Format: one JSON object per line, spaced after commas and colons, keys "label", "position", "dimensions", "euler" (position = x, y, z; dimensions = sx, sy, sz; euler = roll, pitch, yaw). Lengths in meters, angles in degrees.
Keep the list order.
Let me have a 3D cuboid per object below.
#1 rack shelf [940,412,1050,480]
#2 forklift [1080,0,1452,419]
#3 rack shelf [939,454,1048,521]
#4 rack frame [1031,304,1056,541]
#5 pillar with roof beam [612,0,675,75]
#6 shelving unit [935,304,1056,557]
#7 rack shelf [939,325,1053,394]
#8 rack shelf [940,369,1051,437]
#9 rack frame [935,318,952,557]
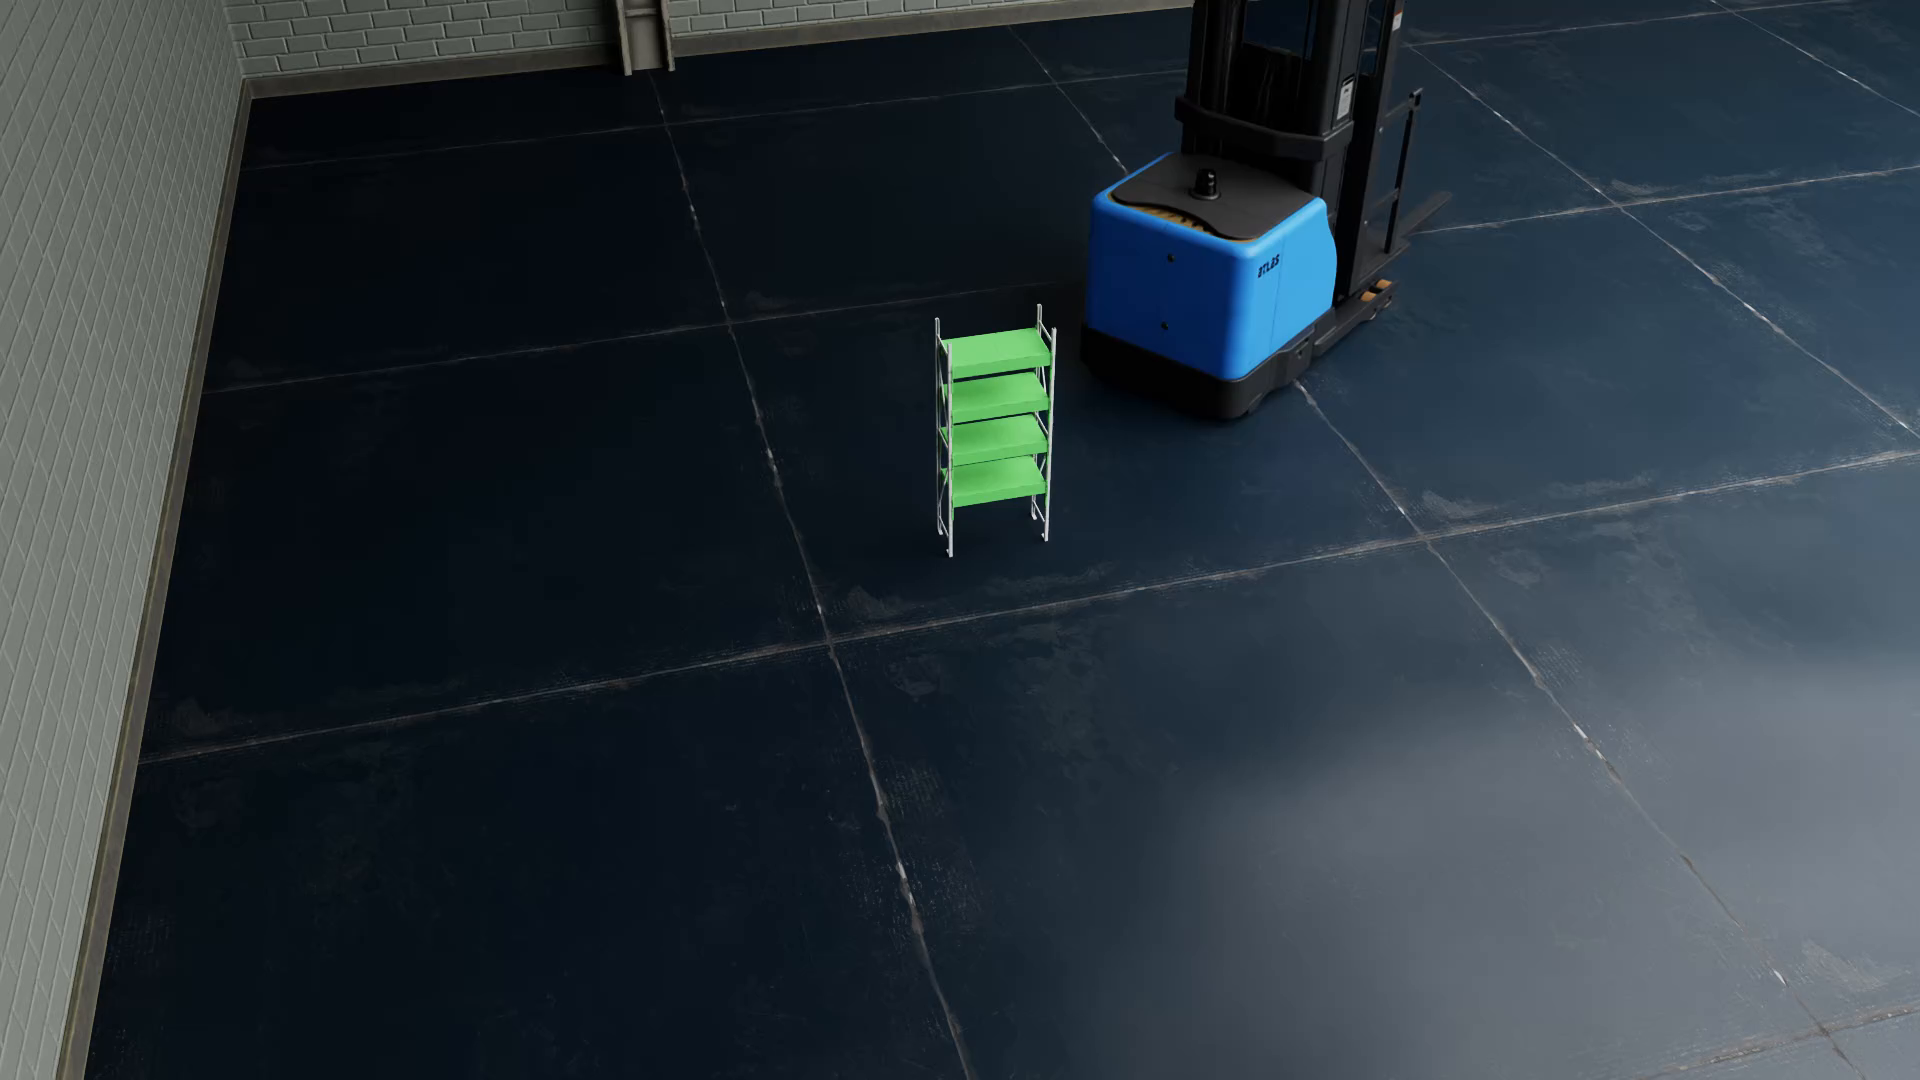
{"label": "rack shelf", "position": [0.160, -0.452, 7.938], "dimensions": [0.480, 0.148, 0.258], "euler": [-9, 38, -12]}
{"label": "forklift", "position": [1.995, -2.650, 9.281], "dimensions": [1.130, 2.935, 3.031], "euler": [26, 44, 30]}
{"label": "rack shelf", "position": [0.160, -0.261, 8.084], "dimensions": [0.480, 0.148, 0.258], "euler": [-9, 38, -12]}
{"label": "rack frame", "position": [0.395, -0.541, 7.950], "dimensions": [0.015, 1.200, 0.240], "euler": [-9, 38, -12]}
{"label": "pillar with roof beam", "position": [-1.343, -4.792, 7.087], "dimensions": [0.400, 9.000, 9.100], "euler": [-9, 38, -12]}
{"label": "shelving unit", "position": [0.160, -0.503, 7.899], "dimensions": [0.503, 1.200, 0.258], "euler": [-9, 38, -12]}
{"label": "rack shelf", "position": [0.160, -0.833, 7.646], "dimensions": [0.480, 0.148, 0.258], "euler": [-9, 38, -12]}
{"label": "rack shelf", "position": [0.160, -0.643, 7.792], "dimensions": [0.480, 0.148, 0.258], "euler": [-9, 38, -12]}
{"label": "rack frame", "position": [-0.076, -0.464, 7.849], "dimensions": [0.015, 1.200, 0.240], "euler": [-9, 38, -12]}
